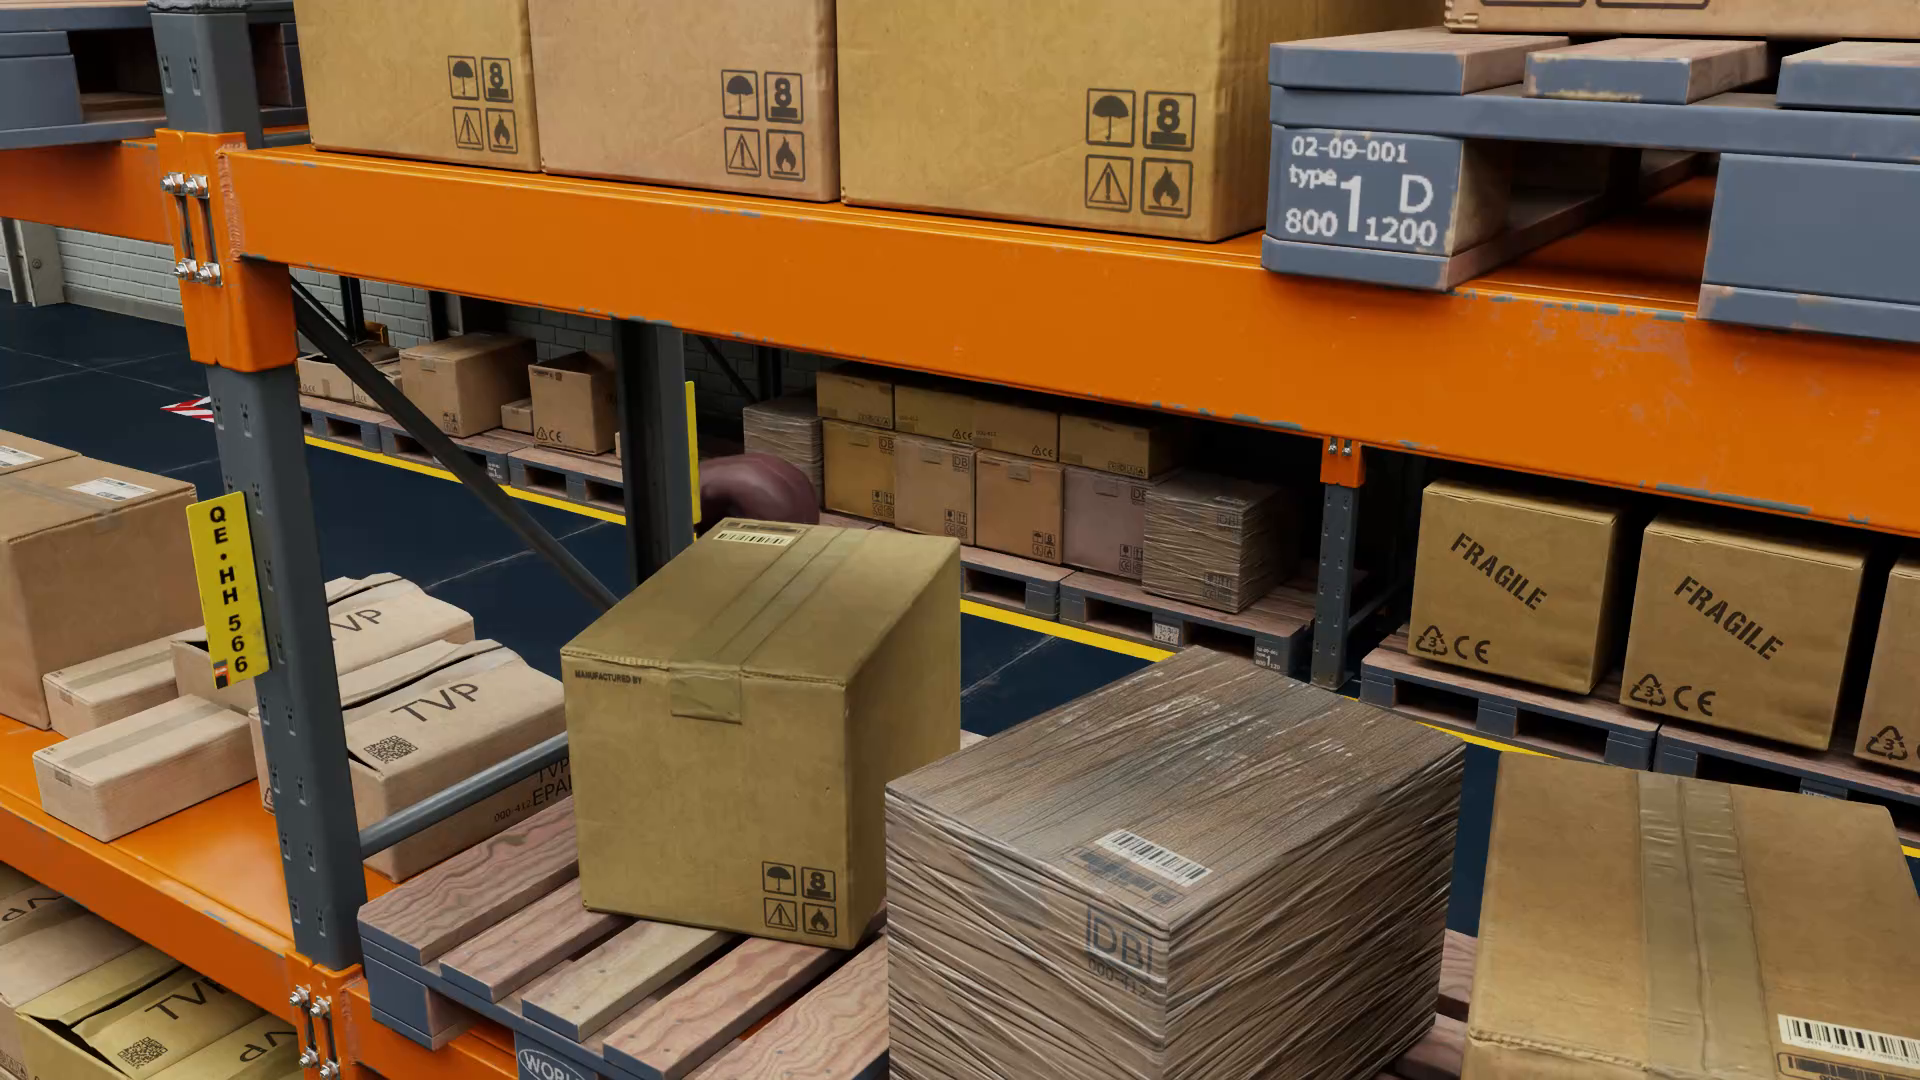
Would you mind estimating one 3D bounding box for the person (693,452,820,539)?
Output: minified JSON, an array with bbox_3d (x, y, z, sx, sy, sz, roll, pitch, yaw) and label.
[{"bbox_3d":[-1.044,0.119,7.320,0.947,1.066,0.583,12,23,30],"label":"person"}]
